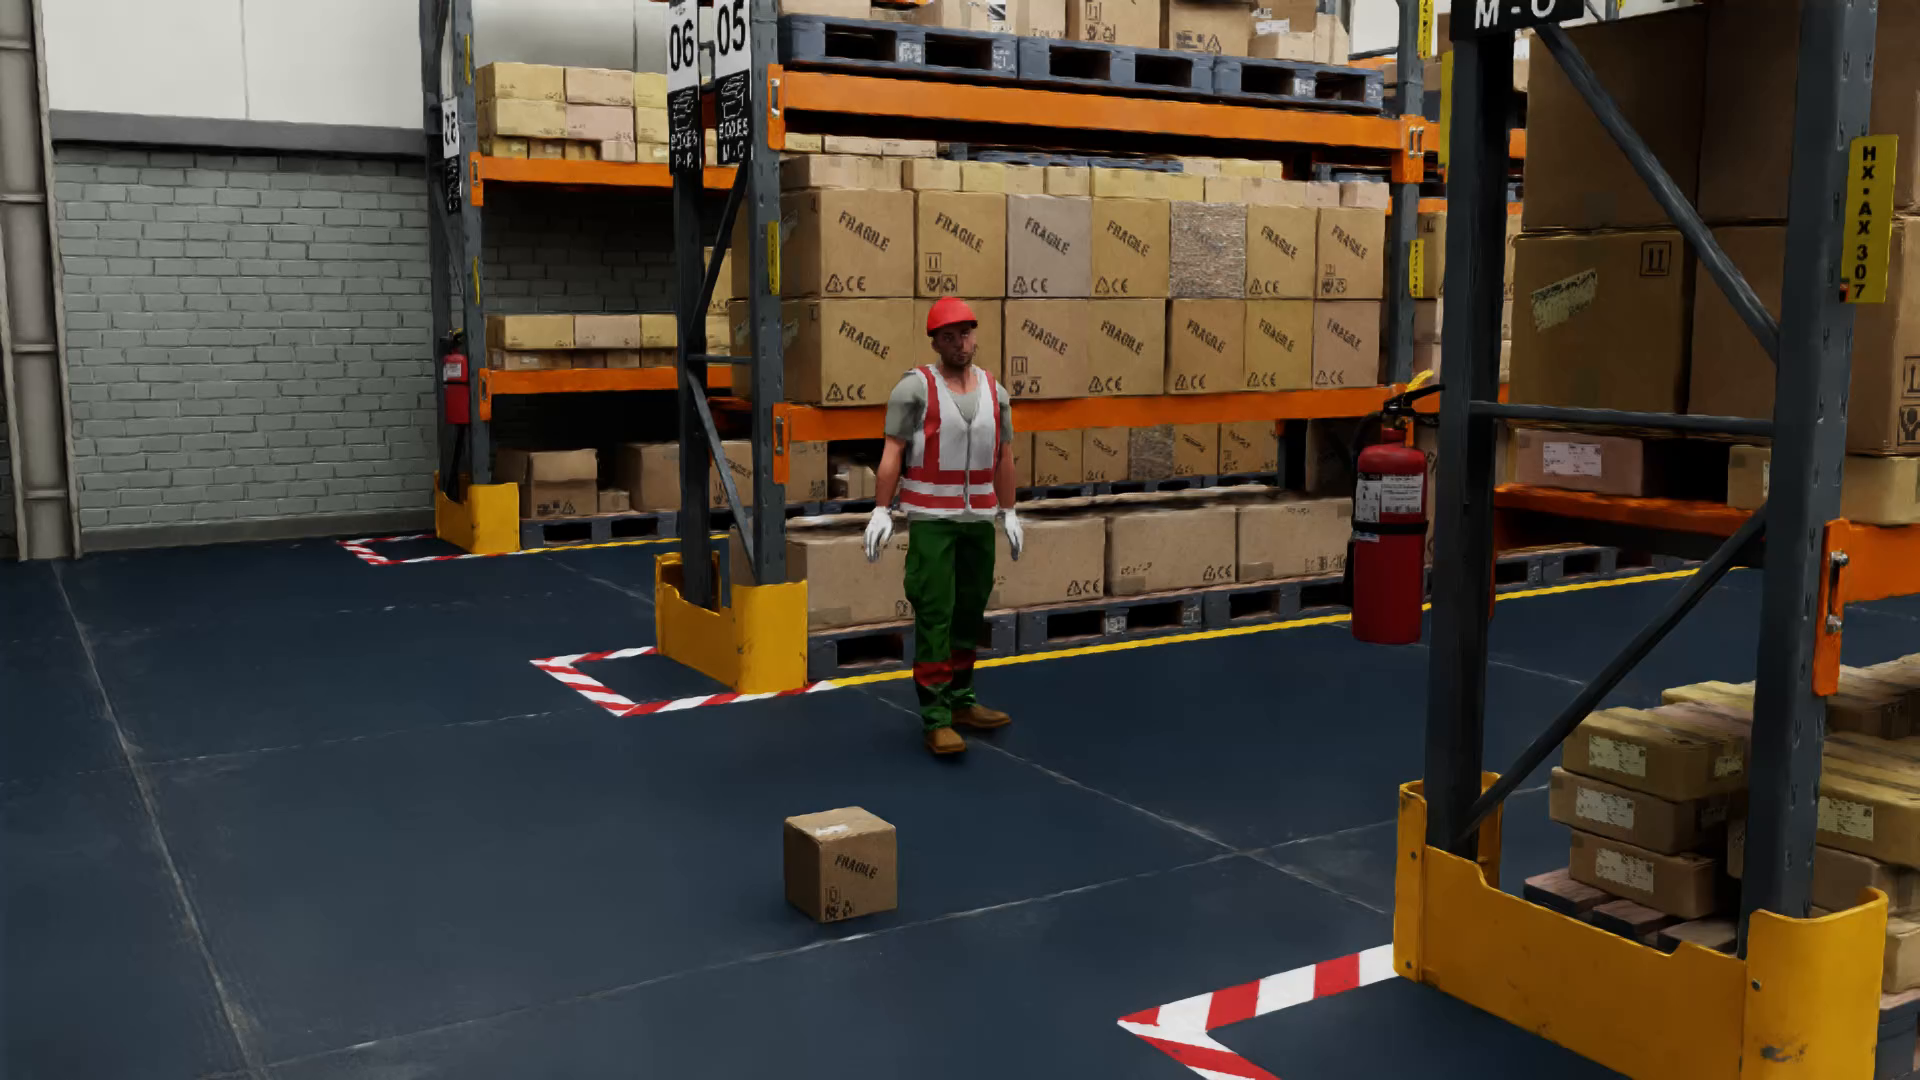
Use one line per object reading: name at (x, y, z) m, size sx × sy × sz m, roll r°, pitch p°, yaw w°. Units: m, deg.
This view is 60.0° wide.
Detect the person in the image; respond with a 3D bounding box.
person at (-0.040, -0.065, 6.600) m, size 0.725 × 1.792 × 0.575 m, roll -5°, pitch 9°, yaw -30°
